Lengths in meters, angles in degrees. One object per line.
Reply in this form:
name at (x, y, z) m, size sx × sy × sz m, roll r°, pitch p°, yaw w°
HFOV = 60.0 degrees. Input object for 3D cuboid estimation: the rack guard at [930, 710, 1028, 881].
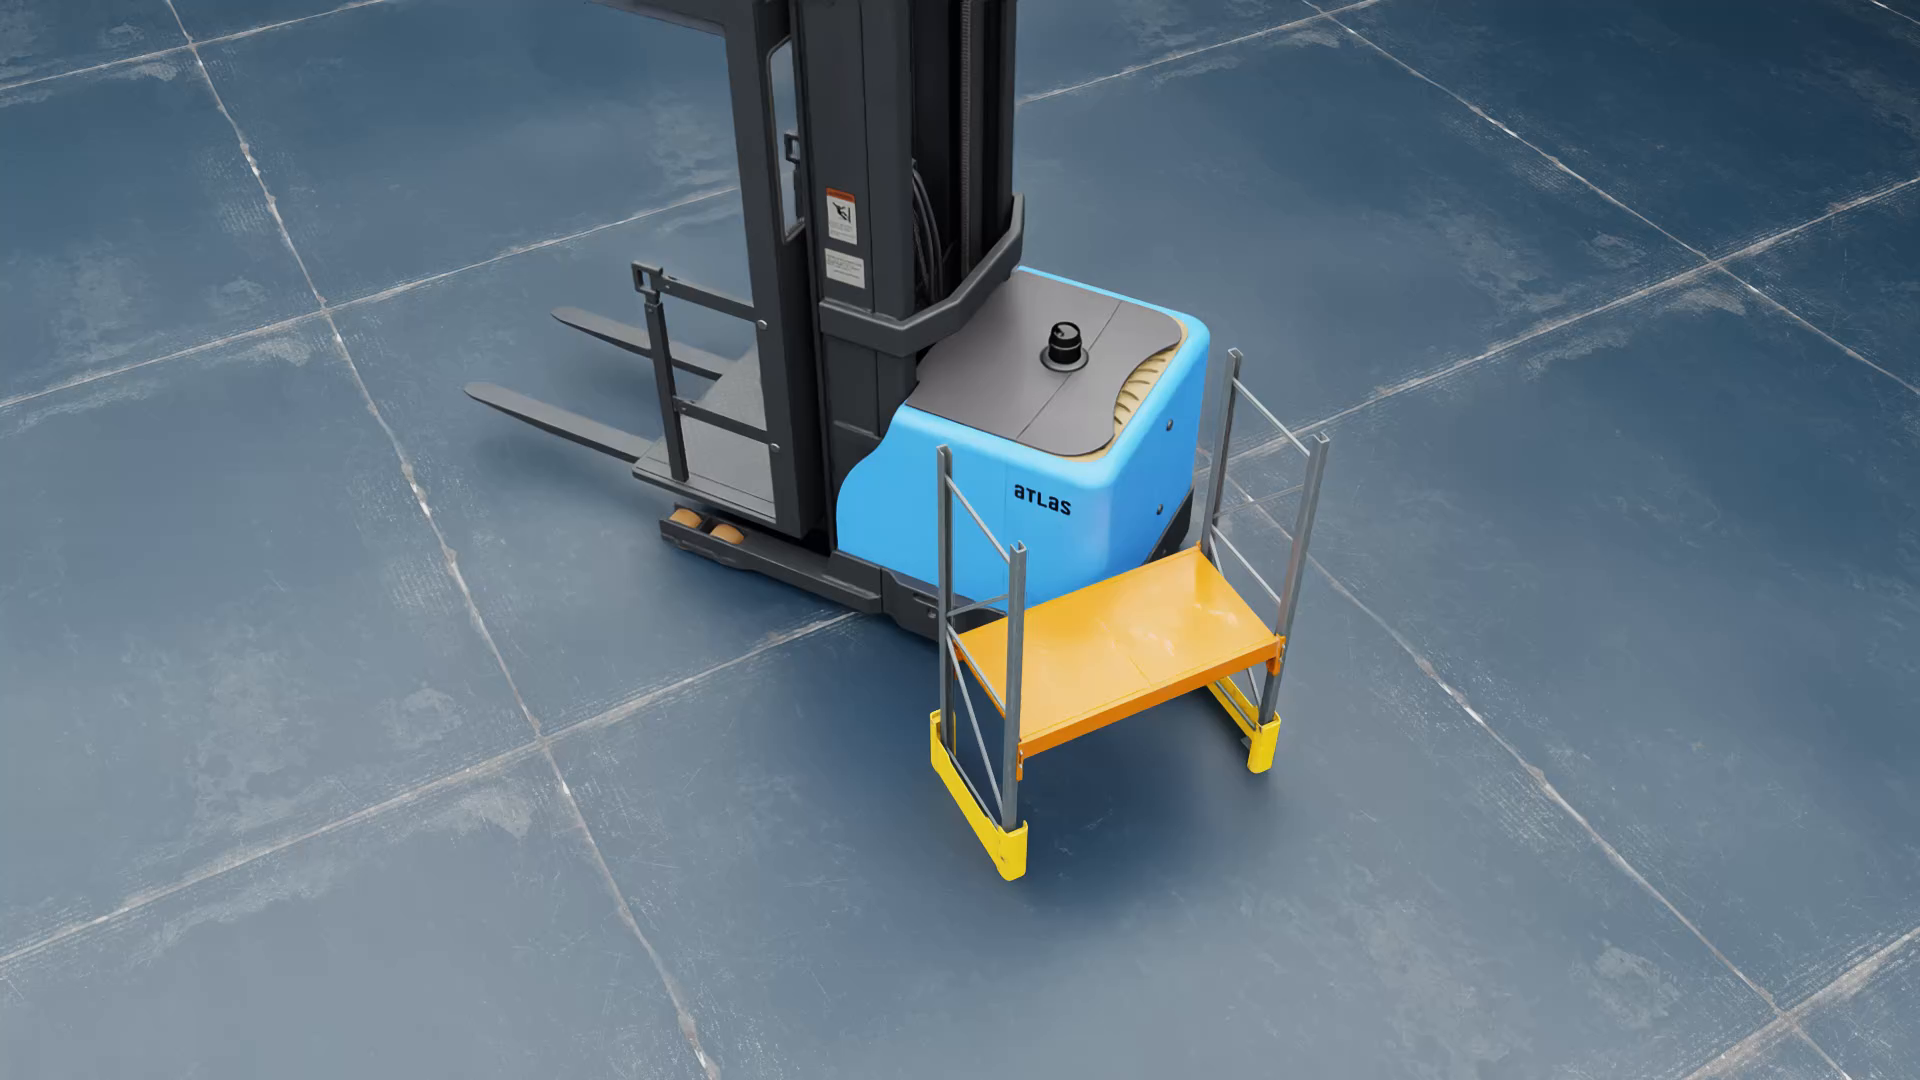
rack guard at (0.059, 0.863, 5.682) m, size 0.087 × 0.250 × 0.587 m, roll -19°, pitch 47°, yaw -19°

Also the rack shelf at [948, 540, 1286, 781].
rack shelf at (0.511, 0.383, 5.537) m, size 1.000 × 0.185 × 0.538 m, roll -19°, pitch 47°, yaw -19°

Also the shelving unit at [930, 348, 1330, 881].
shelving unit at (0.503, 0.257, 5.408) m, size 1.083 × 1.500 × 0.587 m, roll -19°, pitch 47°, yaw -19°

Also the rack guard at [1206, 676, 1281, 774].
rack guard at (0.947, 0.548, 6.005) m, size 0.087 × 0.250 × 0.587 m, roll -19°, pitch 47°, yaw -19°

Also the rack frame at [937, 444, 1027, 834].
rack frame at (0.058, 0.414, 5.246) m, size 0.032 × 1.500 × 0.500 m, roll -19°, pitch 47°, yaw -19°

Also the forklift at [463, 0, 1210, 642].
forklift at (-0.626, -1.255, 5.939) m, size 3.031 × 2.935 × 1.130 m, roll 20°, pitch 48°, yaw 19°

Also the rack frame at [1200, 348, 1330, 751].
rack frame at (0.964, 0.094, 5.577) m, size 0.032 × 1.500 × 0.500 m, roll -19°, pitch 47°, yaw -19°
